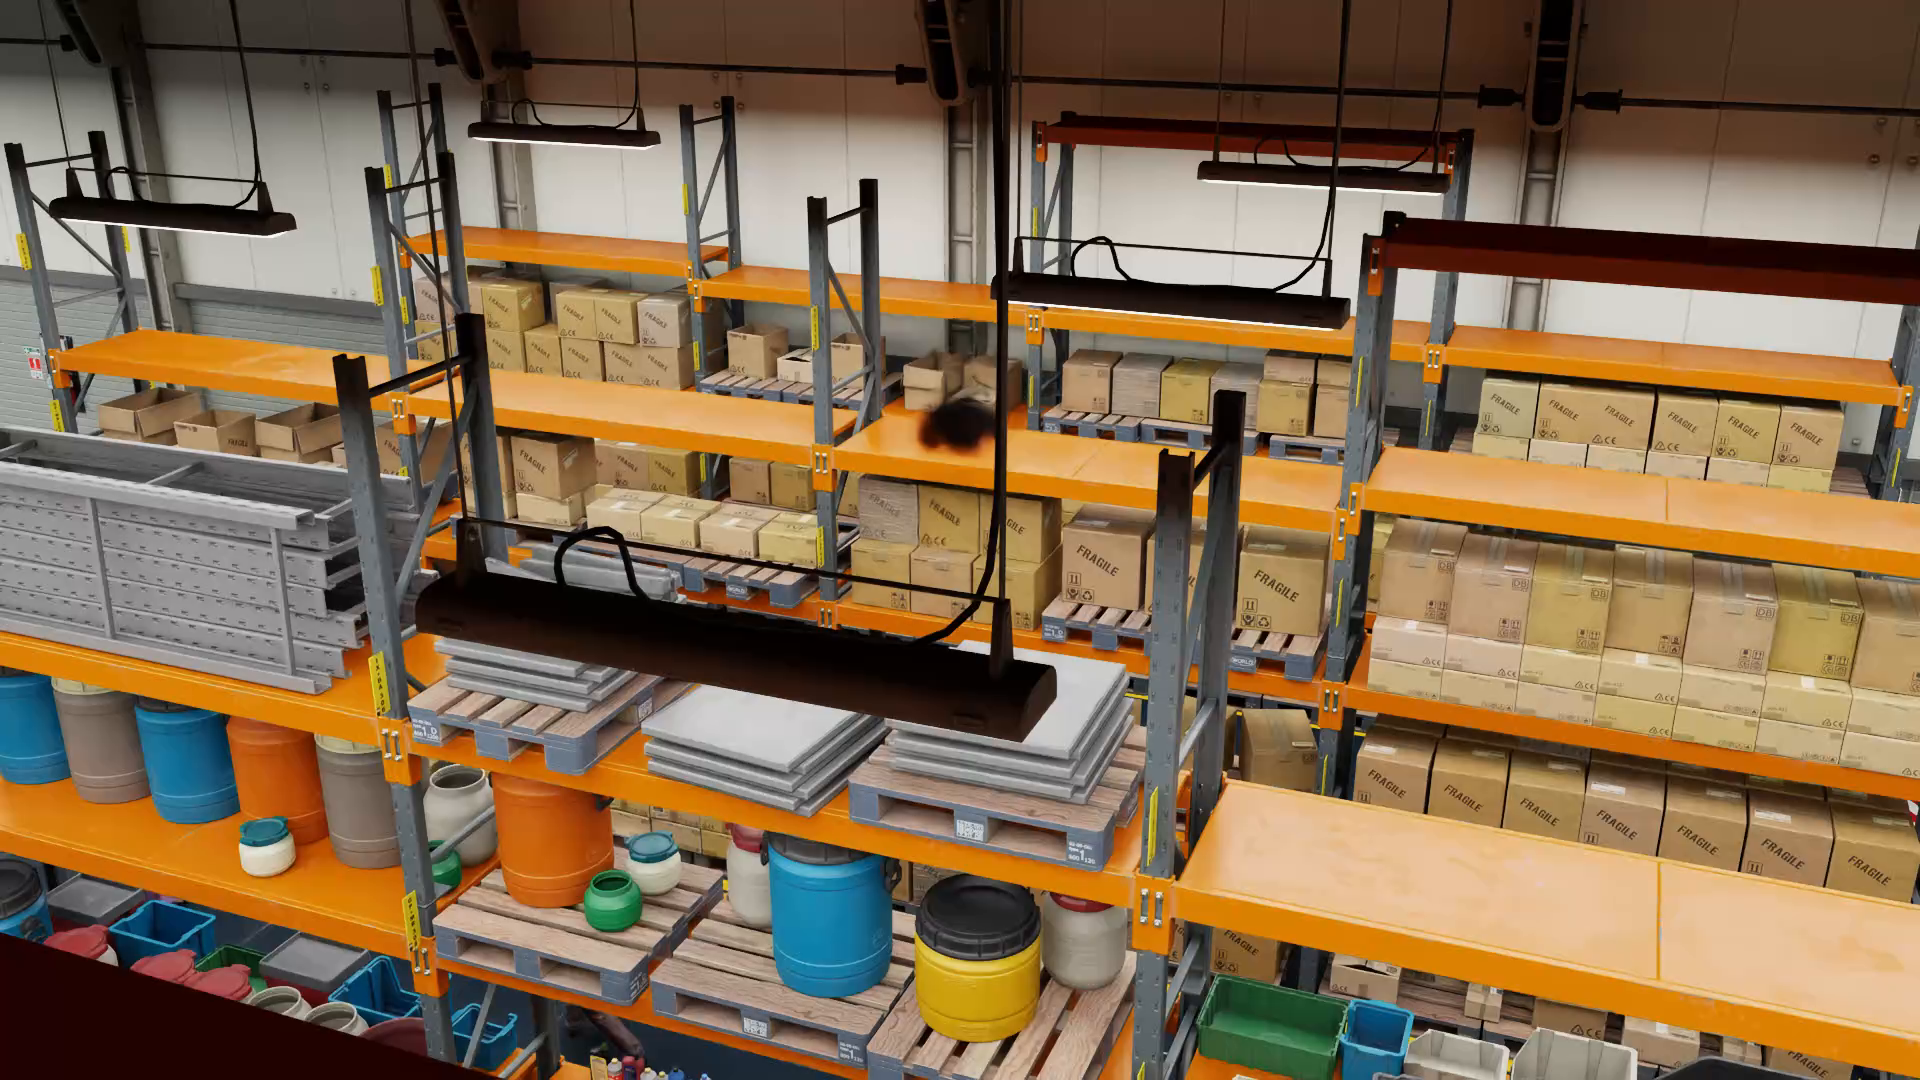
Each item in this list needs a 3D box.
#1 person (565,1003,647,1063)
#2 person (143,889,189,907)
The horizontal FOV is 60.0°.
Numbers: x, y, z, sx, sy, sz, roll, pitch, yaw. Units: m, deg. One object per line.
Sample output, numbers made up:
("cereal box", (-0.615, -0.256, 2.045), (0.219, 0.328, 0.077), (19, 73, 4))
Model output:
("person", (-2.787, 3.121, 12.144), (1.144, 1.515, 0.641), (16, 26, 37))
("person", (-6.159, 2.775, 12.896), (0.929, 1.504, 0.497), (18, 27, 38))
